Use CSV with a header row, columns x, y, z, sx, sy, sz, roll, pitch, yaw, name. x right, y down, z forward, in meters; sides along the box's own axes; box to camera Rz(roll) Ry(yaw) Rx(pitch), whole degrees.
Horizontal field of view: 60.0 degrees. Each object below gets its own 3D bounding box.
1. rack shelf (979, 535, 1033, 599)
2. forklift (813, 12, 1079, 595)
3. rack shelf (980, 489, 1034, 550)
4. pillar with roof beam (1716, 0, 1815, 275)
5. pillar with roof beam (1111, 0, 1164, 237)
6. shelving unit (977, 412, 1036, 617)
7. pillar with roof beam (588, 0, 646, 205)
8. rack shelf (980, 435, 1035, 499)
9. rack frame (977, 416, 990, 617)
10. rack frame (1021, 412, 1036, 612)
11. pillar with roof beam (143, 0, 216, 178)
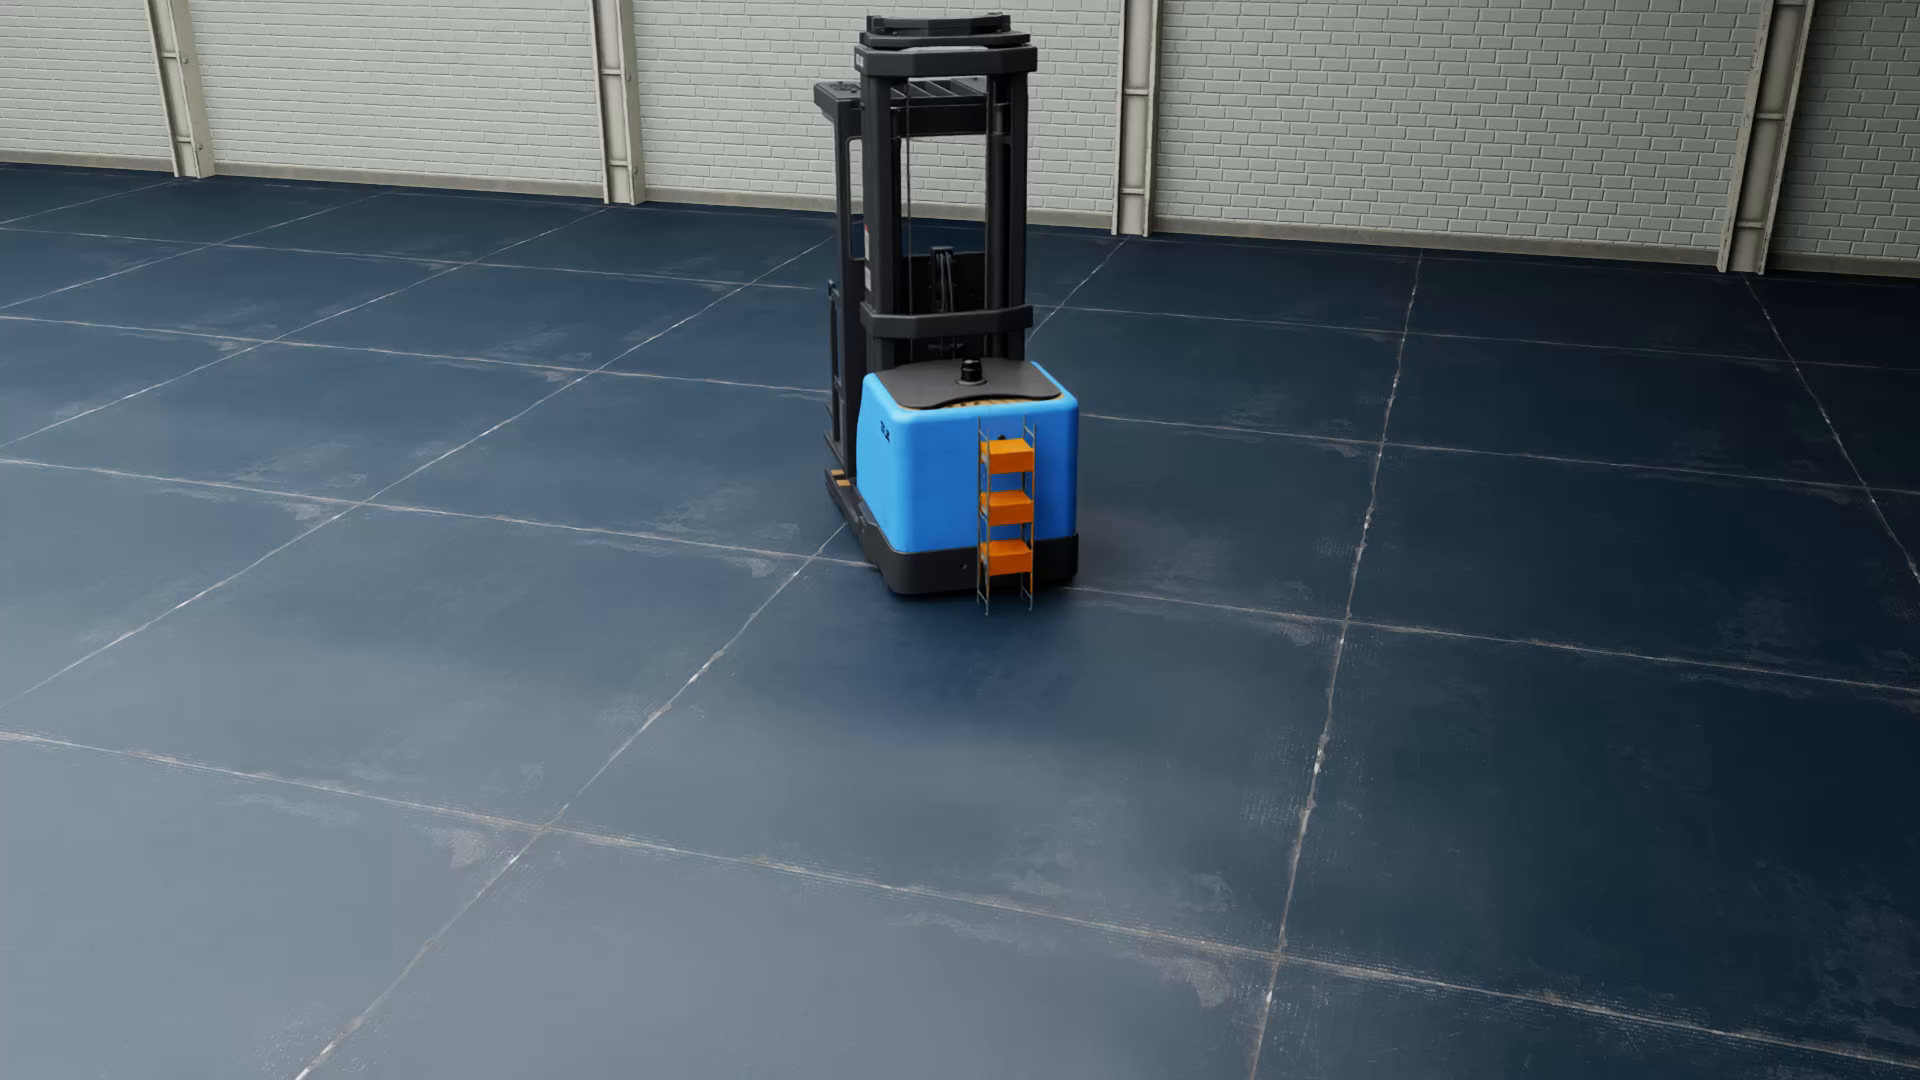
x,y,z,sx,sy,sz,roll,pitch,yaw,name
0.239,0.140,8.806,0.240,0.259,0.215,-6,23,-14,rack shelf
-0.221,-1.594,9.795,1.130,2.935,3.031,-6,23,-14,forklift
0.239,-0.117,8.700,0.240,0.259,0.215,-6,23,-14,rack shelf
6.346,-5.228,10.659,0.400,9.000,9.100,7,23,16,pillar with roof beam
0.601,-5.886,12.262,0.400,9.000,9.100,7,23,16,pillar with roof beam
0.239,-0.127,8.696,0.252,1.050,0.215,-6,23,-14,shelving unit
-5.143,-6.544,13.866,0.400,9.000,9.100,7,23,16,pillar with roof beam
0.239,-0.380,8.592,0.240,0.259,0.215,-6,23,-14,rack shelf
0.121,-0.115,8.668,0.008,1.050,0.200,-6,23,-14,rack frame
0.357,-0.139,8.725,0.008,1.050,0.200,-6,23,-14,rack frame
-10.887,-7.202,15.469,0.400,9.000,9.100,7,23,16,pillar with roof beam
